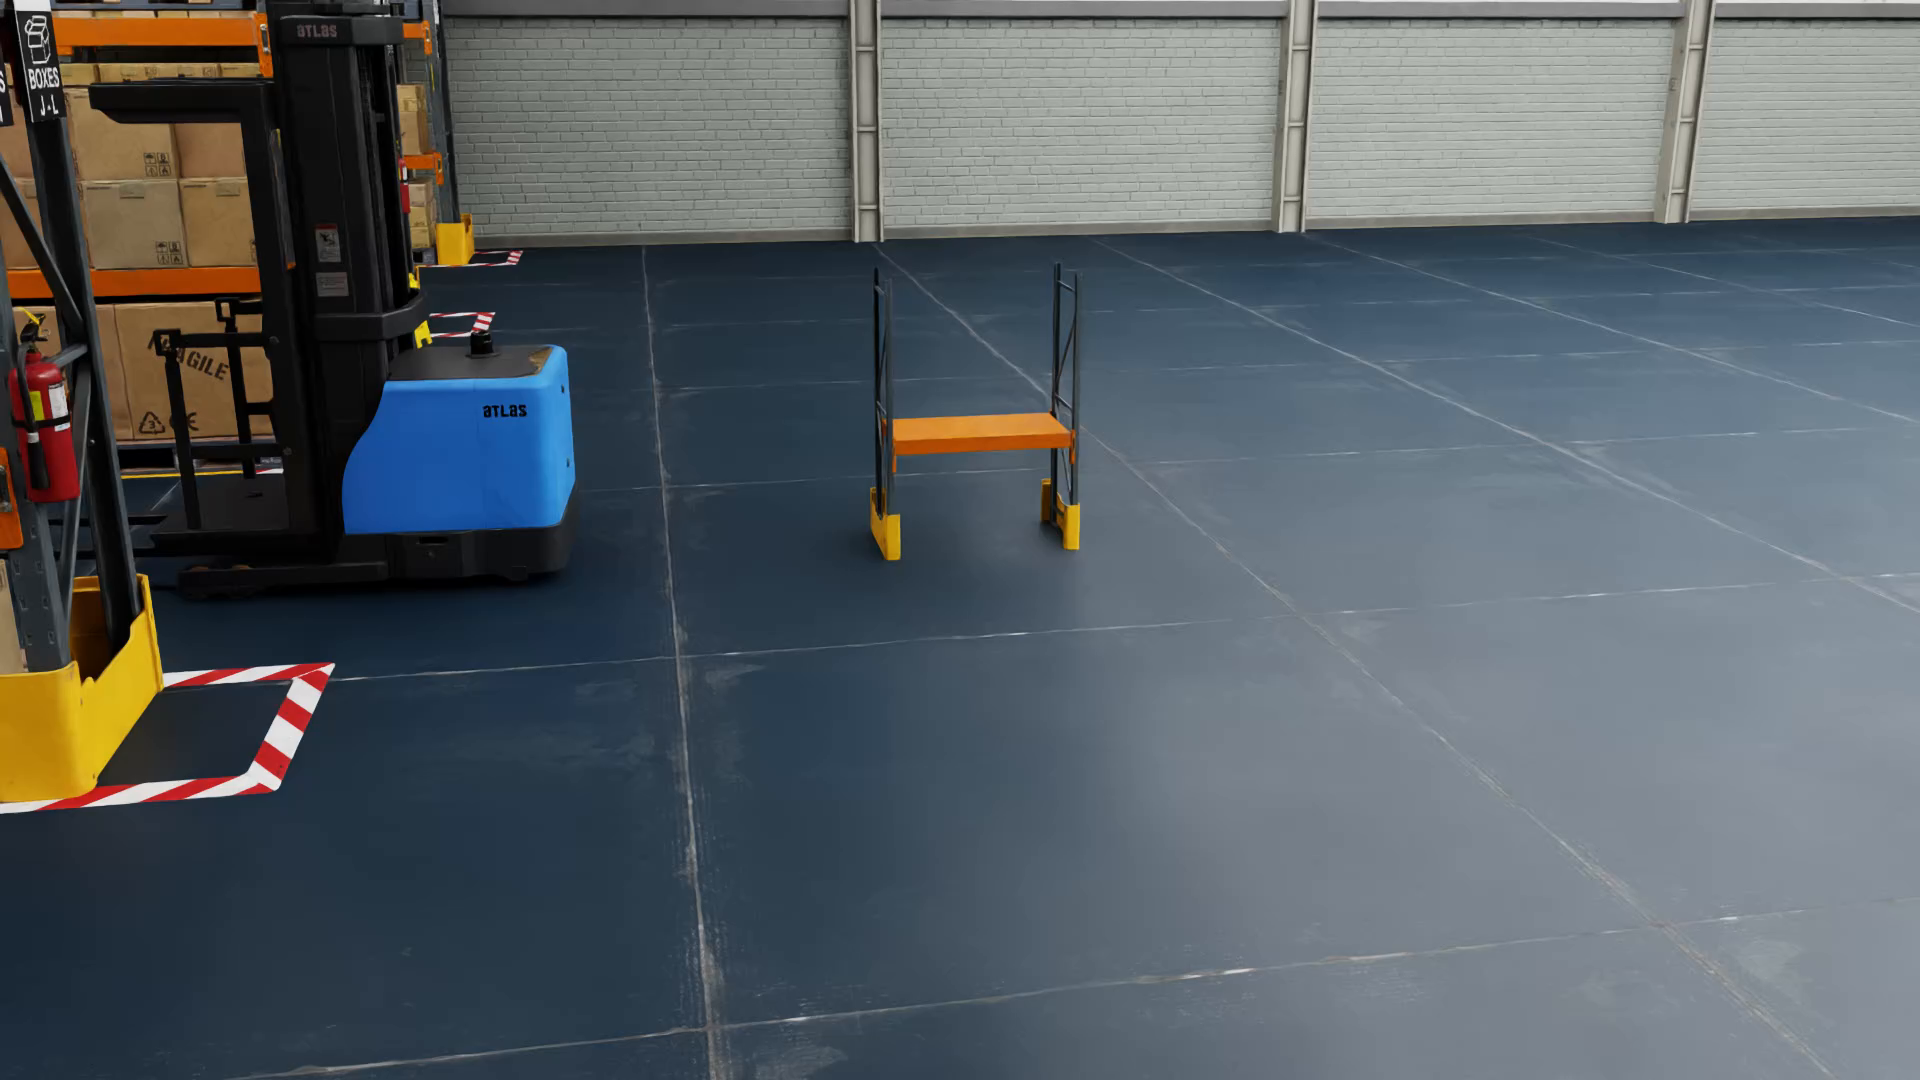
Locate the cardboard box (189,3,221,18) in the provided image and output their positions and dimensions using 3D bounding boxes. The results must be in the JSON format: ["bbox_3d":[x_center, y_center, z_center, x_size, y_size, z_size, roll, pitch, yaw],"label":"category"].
[{"bbox_3d":[-6.637,-4.659,14.691,0.250,0.149,0.380,-3,17,-11],"label":"cardboard box"}]

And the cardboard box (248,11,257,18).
[{"bbox_3d":[-6.140,-4.682,14.764,0.250,0.149,0.380,-3,17,-9],"label":"cardboard box"}]

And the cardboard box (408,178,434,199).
[{"bbox_3d":[-6.790,-4.319,20.531,0.500,0.250,0.500,-4,17,-11],"label":"cardboard box"}]

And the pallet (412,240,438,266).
[{"bbox_3d":[-7.026,-3.540,20.476,1.213,0.211,1.003,-3,17,-10],"label":"pallet"}]

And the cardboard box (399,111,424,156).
[{"bbox_3d":[-6.716,-4.872,19.895,0.500,0.500,0.500,-4,17,-12],"label":"cardboard box"}]

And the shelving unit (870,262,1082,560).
[{"bbox_3d":[0.075,-0.721,9.105,1.083,1.500,0.587,-3,17,-10],"label":"shelving unit"}]

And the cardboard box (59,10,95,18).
[{"bbox_3d":[-7.630,-4.581,14.436,0.250,0.149,0.380,-4,17,-12],"label":"cardboard box"}]

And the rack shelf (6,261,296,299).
[{"bbox_3d":[-6.263,-1.620,10.702,4.000,0.370,1.077,-3,17,-10],"label":"rack shelf"}]

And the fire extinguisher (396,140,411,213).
[{"bbox_3d":[-5.138,-3.333,15.186,0.183,0.674,0.296,-3,17,-10],"label":"fire extinguisher"}]

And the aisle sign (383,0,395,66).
[{"bbox_3d":[-5.335,-4.832,15.507,0.004,0.787,0.394,-3,17,-10],"label":"aisle sign"}]

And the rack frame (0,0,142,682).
[{"bbox_3d":[-3.457,-0.640,6.286,0.127,3.000,1.000,-3,17,-10],"label":"rack frame"}]

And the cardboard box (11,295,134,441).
[{"bbox_3d":[-5.816,-1.154,10.863,0.875,0.875,0.875,-4,17,-11],"label":"cardboard box"}]

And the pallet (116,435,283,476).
[{"bbox_3d":[-5.069,-0.675,11.150,1.213,0.211,1.003,-3,17,-10],"label":"pallet"}]

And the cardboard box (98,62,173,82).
[{"bbox_3d":[-7.293,-4.001,14.850,0.500,0.500,0.700,-3,17,-11],"label":"cardboard box"}]

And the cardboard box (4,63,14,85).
[{"bbox_3d":[-8.286,-3.926,14.605,0.500,0.500,0.700,-3,17,-10],"label":"cardboard box"}]

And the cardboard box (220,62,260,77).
[{"bbox_3d":[-6.296,-4.047,14.999,0.500,0.500,0.700,-3,17,-10],"label":"cardboard box"}]

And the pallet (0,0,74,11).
[{"bbox_3d":[-6.226,-3.353,10.163,1.213,0.211,1.003,-3,17,-10],"label":"pallet"}]

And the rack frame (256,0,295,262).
[{"bbox_3d":[-4.299,-2.075,10.959,0.127,3.000,1.000,-3,17,-10],"label":"rack frame"}]

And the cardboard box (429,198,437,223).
[{"bbox_3d":[-6.784,-4.086,20.623,0.500,0.250,0.500,-3,17,-9],"label":"cardboard box"}]

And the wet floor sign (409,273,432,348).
[{"bbox_3d":[-4.948,-2.073,14.963,0.232,0.644,0.267,3,17,9],"label":"wet floor sign"}]

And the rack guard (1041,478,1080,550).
[{"bbox_3d":[0.564,-0.151,9.379,0.087,0.250,0.587,-3,17,-10],"label":"rack guard"}]

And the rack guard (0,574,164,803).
[{"bbox_3d":[-3.532,0.559,6.639,0.348,0.500,1.175,-3,17,-10],"label":"rack guard"}]

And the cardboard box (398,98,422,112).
[{"bbox_3d":[-6.570,-5.185,19.809,0.250,0.149,0.380,-3,17,-10],"label":"cardboard box"}]

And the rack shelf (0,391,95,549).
[{"bbox_3d":[-5.421,-0.184,6.029,4.000,0.370,1.077,-3,17,-10],"label":"rack shelf"}]

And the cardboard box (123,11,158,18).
[{"bbox_3d":[-7.134,-4.611,14.536,0.250,0.149,0.380,-3,17,-11],"label":"cardboard box"}]

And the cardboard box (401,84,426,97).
[{"bbox_3d":[-6.653,-5.470,20.231,0.250,0.149,0.380,-4,17,-12],"label":"cardboard box"}]

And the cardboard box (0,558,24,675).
[{"bbox_3d":[-4.074,0.384,6.493,0.500,0.500,0.500,0,17,0],"label":"cardboard box"}]

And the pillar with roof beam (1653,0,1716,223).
[{"bbox_3d":[11.353,-7.778,19.307,0.400,9.000,9.100,-3,17,-10],"label":"pillar with roof beam"}]

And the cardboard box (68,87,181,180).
[{"bbox_3d":[-5.193,-2.596,10.561,0.550,0.550,0.875,-3,17,-10],"label":"cardboard box"}]

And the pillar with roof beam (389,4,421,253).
[{"bbox_3d":[-6.321,-6.775,16.043,0.400,9.000,9.100,-3,17,-10],"label":"pillar with roof beam"}]

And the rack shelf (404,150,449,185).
[{"bbox_3d":[-8.246,-4.472,19.988,4.000,0.370,1.077,-3,17,-10],"label":"rack shelf"}]

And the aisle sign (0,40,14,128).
[{"bbox_3d":[-3.340,-1.799,5.634,0.004,0.787,0.394,-3,17,-10],"label":"aisle sign"}]

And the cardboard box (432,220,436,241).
[{"bbox_3d":[-6.802,-3.843,20.681,0.500,0.250,0.500,-3,17,-10],"label":"cardboard box"}]

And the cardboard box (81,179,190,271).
[{"bbox_3d":[-5.191,-2.076,10.707,0.550,0.550,0.875,-3,17,-10],"label":"cardboard box"}]

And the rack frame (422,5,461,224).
[{"bbox_3d":[-6.283,-4.927,20.245,0.127,3.000,1.000,-3,17,-10],"label":"rack frame"}]

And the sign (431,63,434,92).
[{"bbox_3d":[-6.193,-5.437,19.528,0.005,0.325,0.100,-3,17,-10],"label":"sign"}]

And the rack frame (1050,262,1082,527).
[{"bbox_3d":[0.583,-0.750,9.199,0.032,1.500,0.500,-3,17,-10],"label":"rack frame"}]

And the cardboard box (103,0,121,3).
[{"bbox_3d":[-7.287,-4.808,14.497,0.500,0.250,0.500,-3,17,-10],"label":"cardboard box"}]

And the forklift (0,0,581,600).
[{"bbox_3d":[-3.601,-1.265,8.440,3.031,2.935,1.130,-2,17,-7],"label":"forklift"}]

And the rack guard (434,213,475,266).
[{"bbox_3d":[-6.259,-3.734,20.616,0.348,0.500,1.175,-3,17,-10],"label":"rack guard"}]

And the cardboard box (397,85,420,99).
[{"bbox_3d":[-6.594,-5.347,19.829,0.250,0.149,0.380,-3,17,-10],"label":"cardboard box"}]
